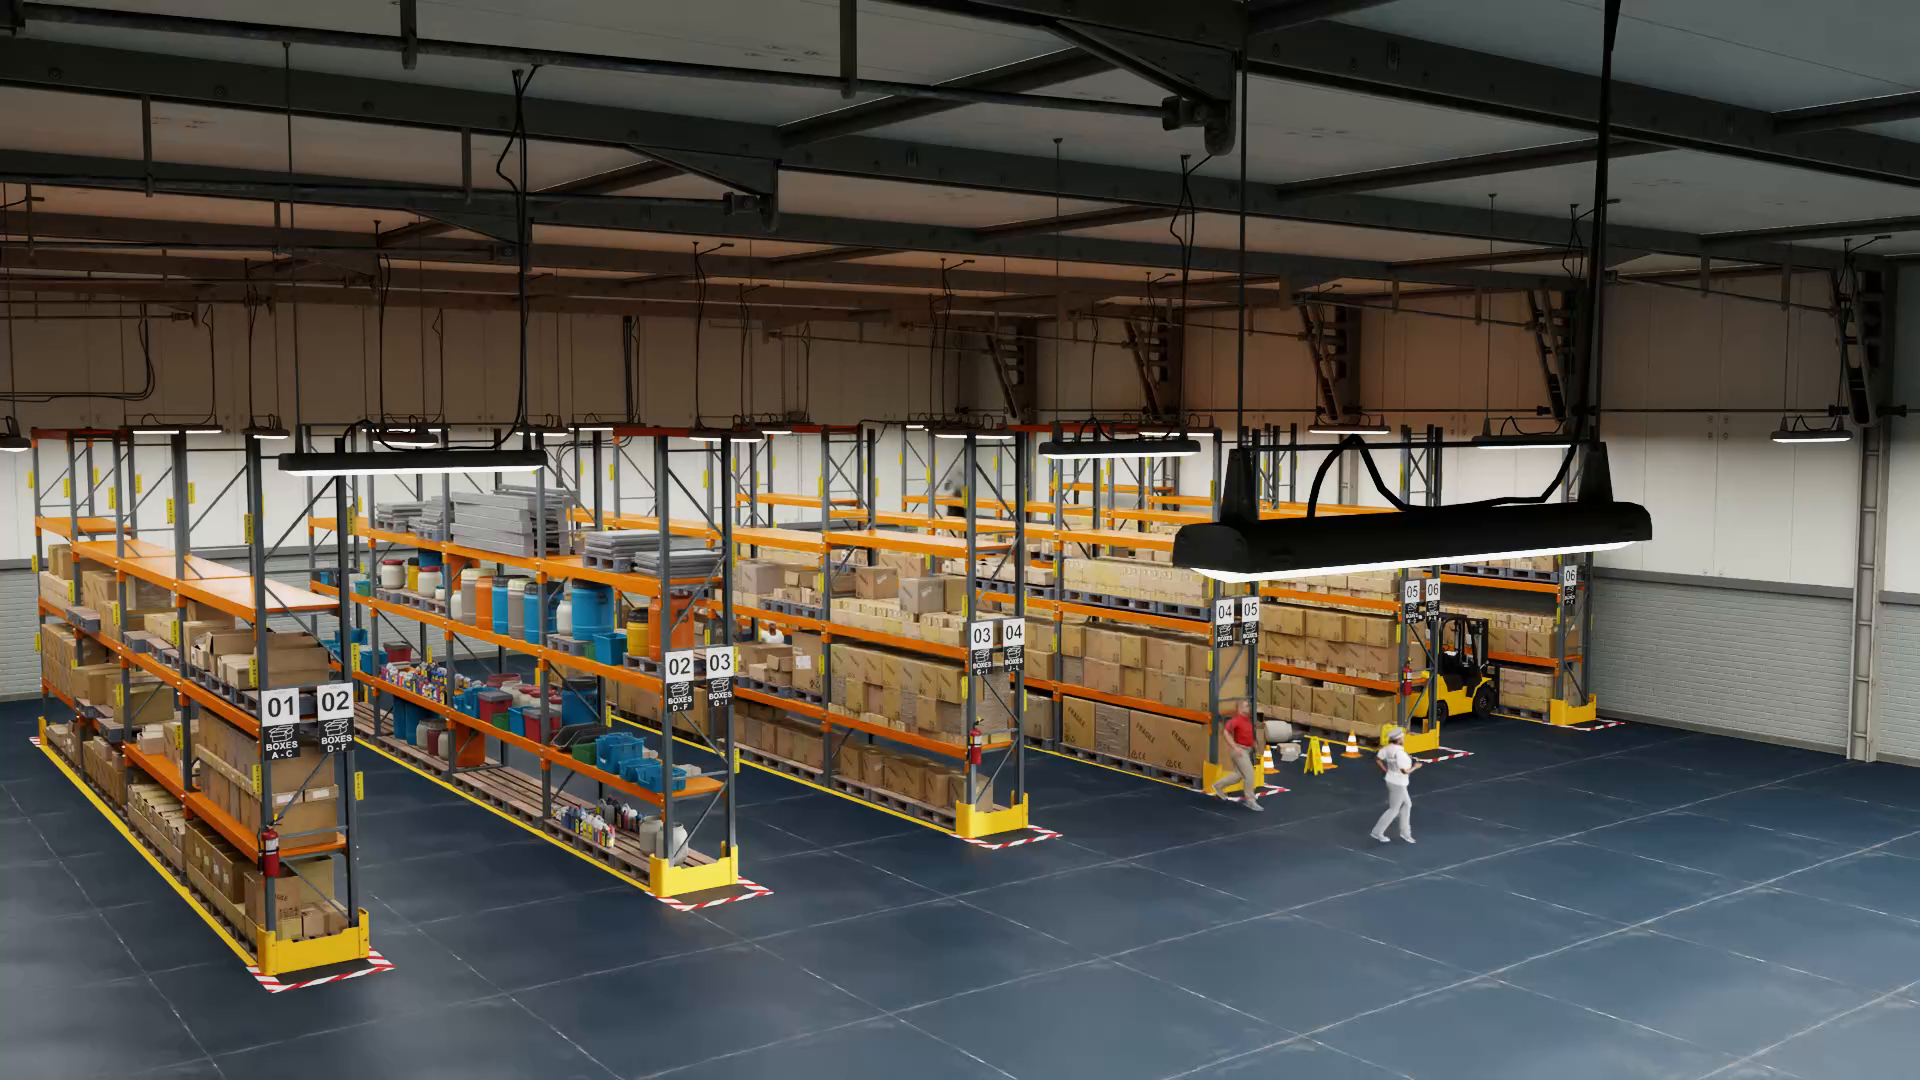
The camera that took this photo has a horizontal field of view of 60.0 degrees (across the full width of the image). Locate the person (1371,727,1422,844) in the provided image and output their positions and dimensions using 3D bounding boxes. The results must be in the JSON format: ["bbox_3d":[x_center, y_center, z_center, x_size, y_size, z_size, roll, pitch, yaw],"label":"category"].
[{"bbox_3d":[6.323,3.584,24.139,0.742,1.754,0.560,0,4,-3],"label":"person"}]

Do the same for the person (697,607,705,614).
[{"bbox_3d":[-6.167,2.418,39.441,0.643,1.675,0.636,-1,5,-7],"label":"person"}]

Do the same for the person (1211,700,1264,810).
[{"bbox_3d":[4.444,3.410,26.518,0.894,1.740,0.686,2,5,24],"label":"person"}]

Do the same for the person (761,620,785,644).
[{"bbox_3d":[-4.155,2.608,36.736,0.673,1.762,1.039,-4,6,-43],"label":"person"}]
